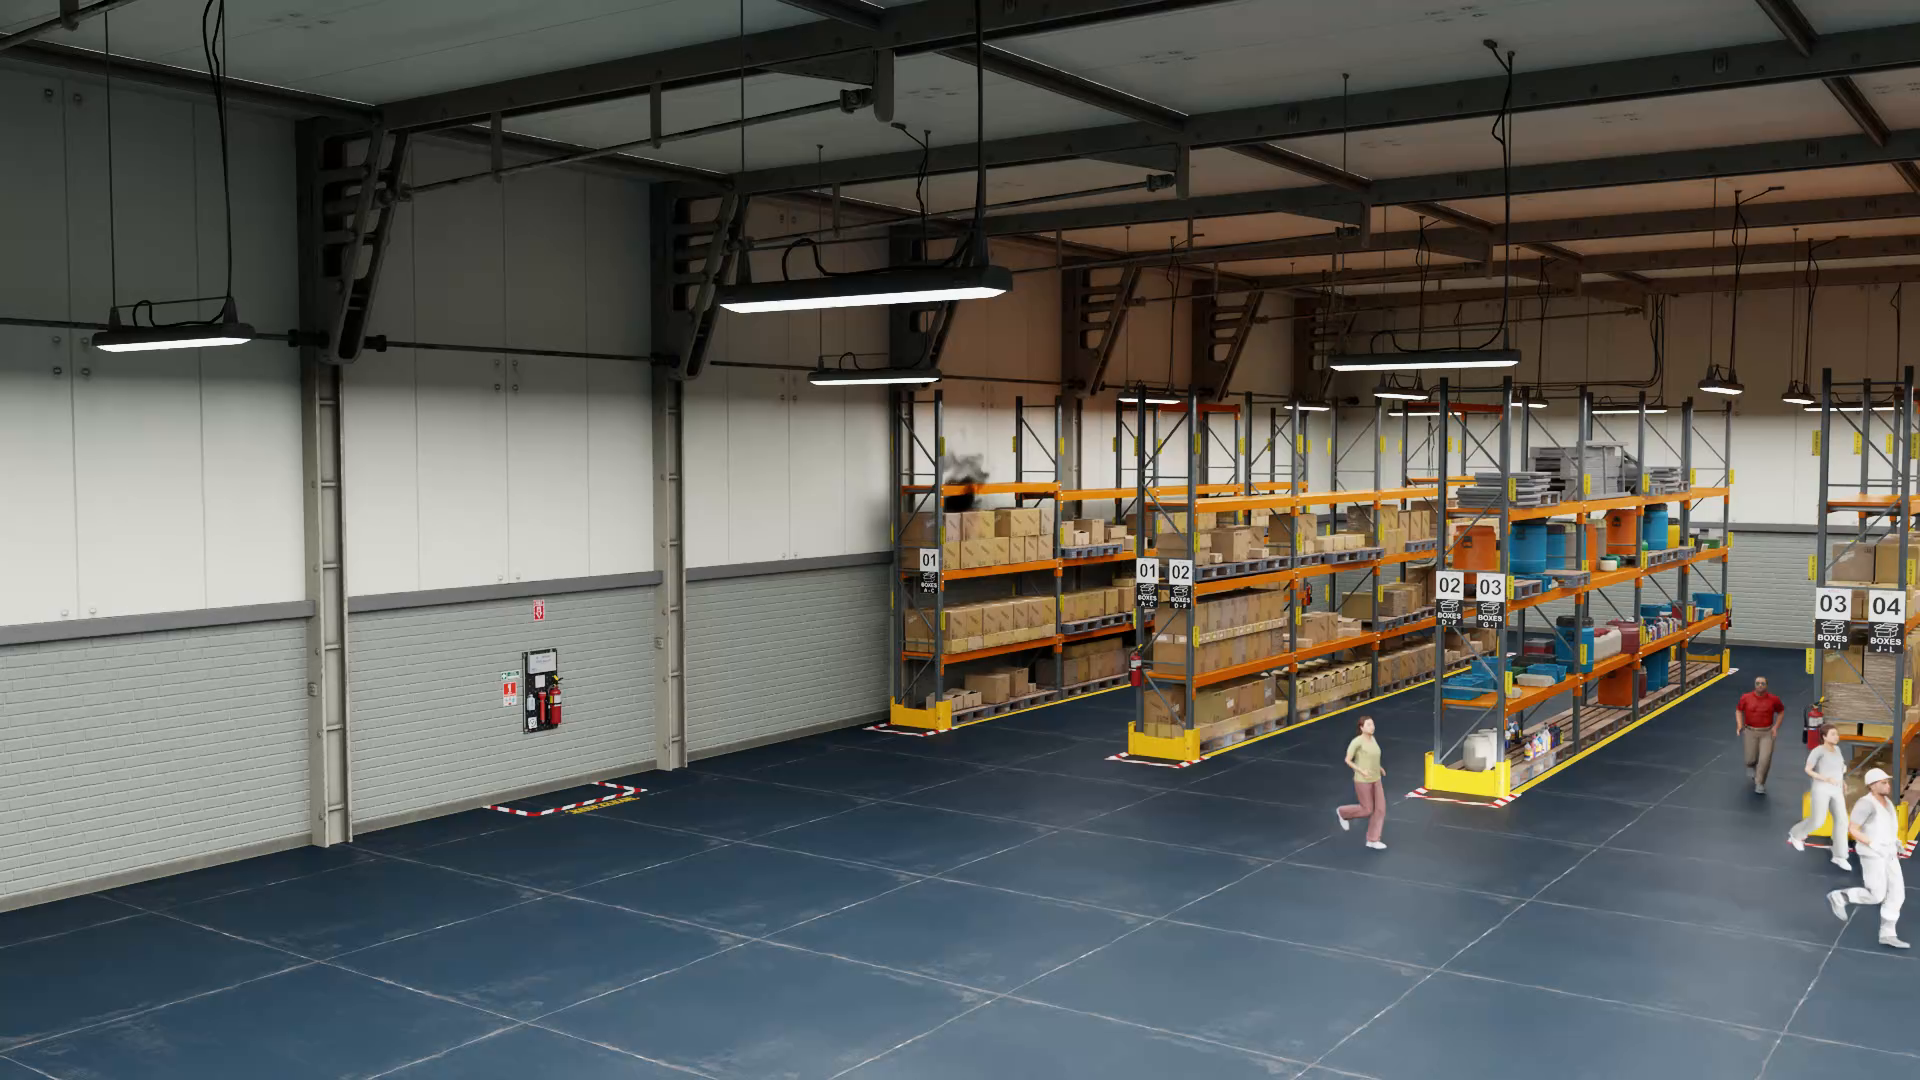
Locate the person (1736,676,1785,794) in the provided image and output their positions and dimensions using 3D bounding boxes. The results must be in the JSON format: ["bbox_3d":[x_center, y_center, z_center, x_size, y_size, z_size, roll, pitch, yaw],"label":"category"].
[{"bbox_3d":[11.650,2.808,24.218,0.650,1.680,0.652,2,4,27],"label":"person"}]

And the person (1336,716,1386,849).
[{"bbox_3d":[5.086,3.012,20.840,0.579,1.637,0.763,-2,4,-33],"label":"person"}]

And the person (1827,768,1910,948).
[{"bbox_3d":[9.242,3.184,16.836,0.655,1.762,0.823,-2,4,-29],"label":"person"}]

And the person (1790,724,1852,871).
[{"bbox_3d":[10.395,3.043,19.955,0.598,1.660,0.965,-1,3,-14],"label":"person"}]
